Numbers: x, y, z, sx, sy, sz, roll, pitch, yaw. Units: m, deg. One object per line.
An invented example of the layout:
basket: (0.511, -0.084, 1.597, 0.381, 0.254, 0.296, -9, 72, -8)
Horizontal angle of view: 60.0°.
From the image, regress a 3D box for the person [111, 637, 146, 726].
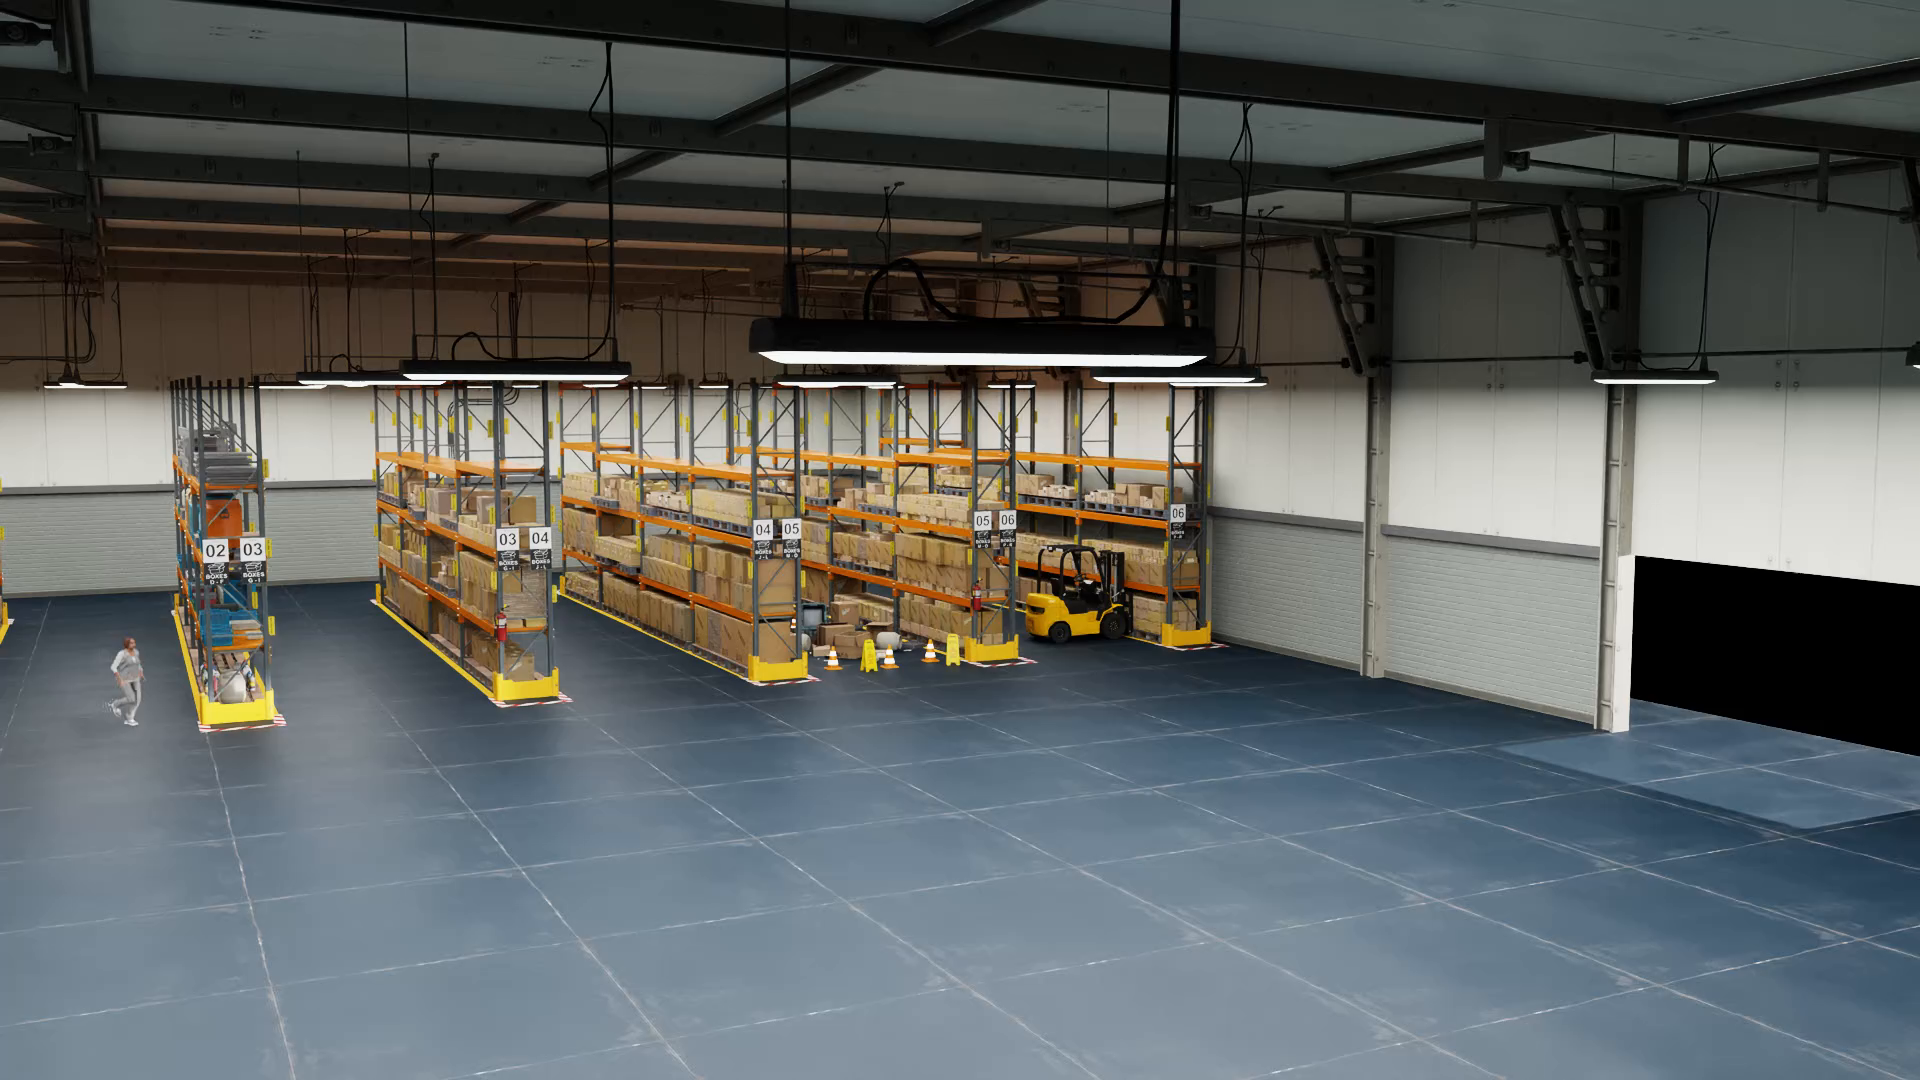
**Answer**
person: (-14.288, 2.422, 28.560, 0.530, 1.546, 0.524, 3, 6, 28)
